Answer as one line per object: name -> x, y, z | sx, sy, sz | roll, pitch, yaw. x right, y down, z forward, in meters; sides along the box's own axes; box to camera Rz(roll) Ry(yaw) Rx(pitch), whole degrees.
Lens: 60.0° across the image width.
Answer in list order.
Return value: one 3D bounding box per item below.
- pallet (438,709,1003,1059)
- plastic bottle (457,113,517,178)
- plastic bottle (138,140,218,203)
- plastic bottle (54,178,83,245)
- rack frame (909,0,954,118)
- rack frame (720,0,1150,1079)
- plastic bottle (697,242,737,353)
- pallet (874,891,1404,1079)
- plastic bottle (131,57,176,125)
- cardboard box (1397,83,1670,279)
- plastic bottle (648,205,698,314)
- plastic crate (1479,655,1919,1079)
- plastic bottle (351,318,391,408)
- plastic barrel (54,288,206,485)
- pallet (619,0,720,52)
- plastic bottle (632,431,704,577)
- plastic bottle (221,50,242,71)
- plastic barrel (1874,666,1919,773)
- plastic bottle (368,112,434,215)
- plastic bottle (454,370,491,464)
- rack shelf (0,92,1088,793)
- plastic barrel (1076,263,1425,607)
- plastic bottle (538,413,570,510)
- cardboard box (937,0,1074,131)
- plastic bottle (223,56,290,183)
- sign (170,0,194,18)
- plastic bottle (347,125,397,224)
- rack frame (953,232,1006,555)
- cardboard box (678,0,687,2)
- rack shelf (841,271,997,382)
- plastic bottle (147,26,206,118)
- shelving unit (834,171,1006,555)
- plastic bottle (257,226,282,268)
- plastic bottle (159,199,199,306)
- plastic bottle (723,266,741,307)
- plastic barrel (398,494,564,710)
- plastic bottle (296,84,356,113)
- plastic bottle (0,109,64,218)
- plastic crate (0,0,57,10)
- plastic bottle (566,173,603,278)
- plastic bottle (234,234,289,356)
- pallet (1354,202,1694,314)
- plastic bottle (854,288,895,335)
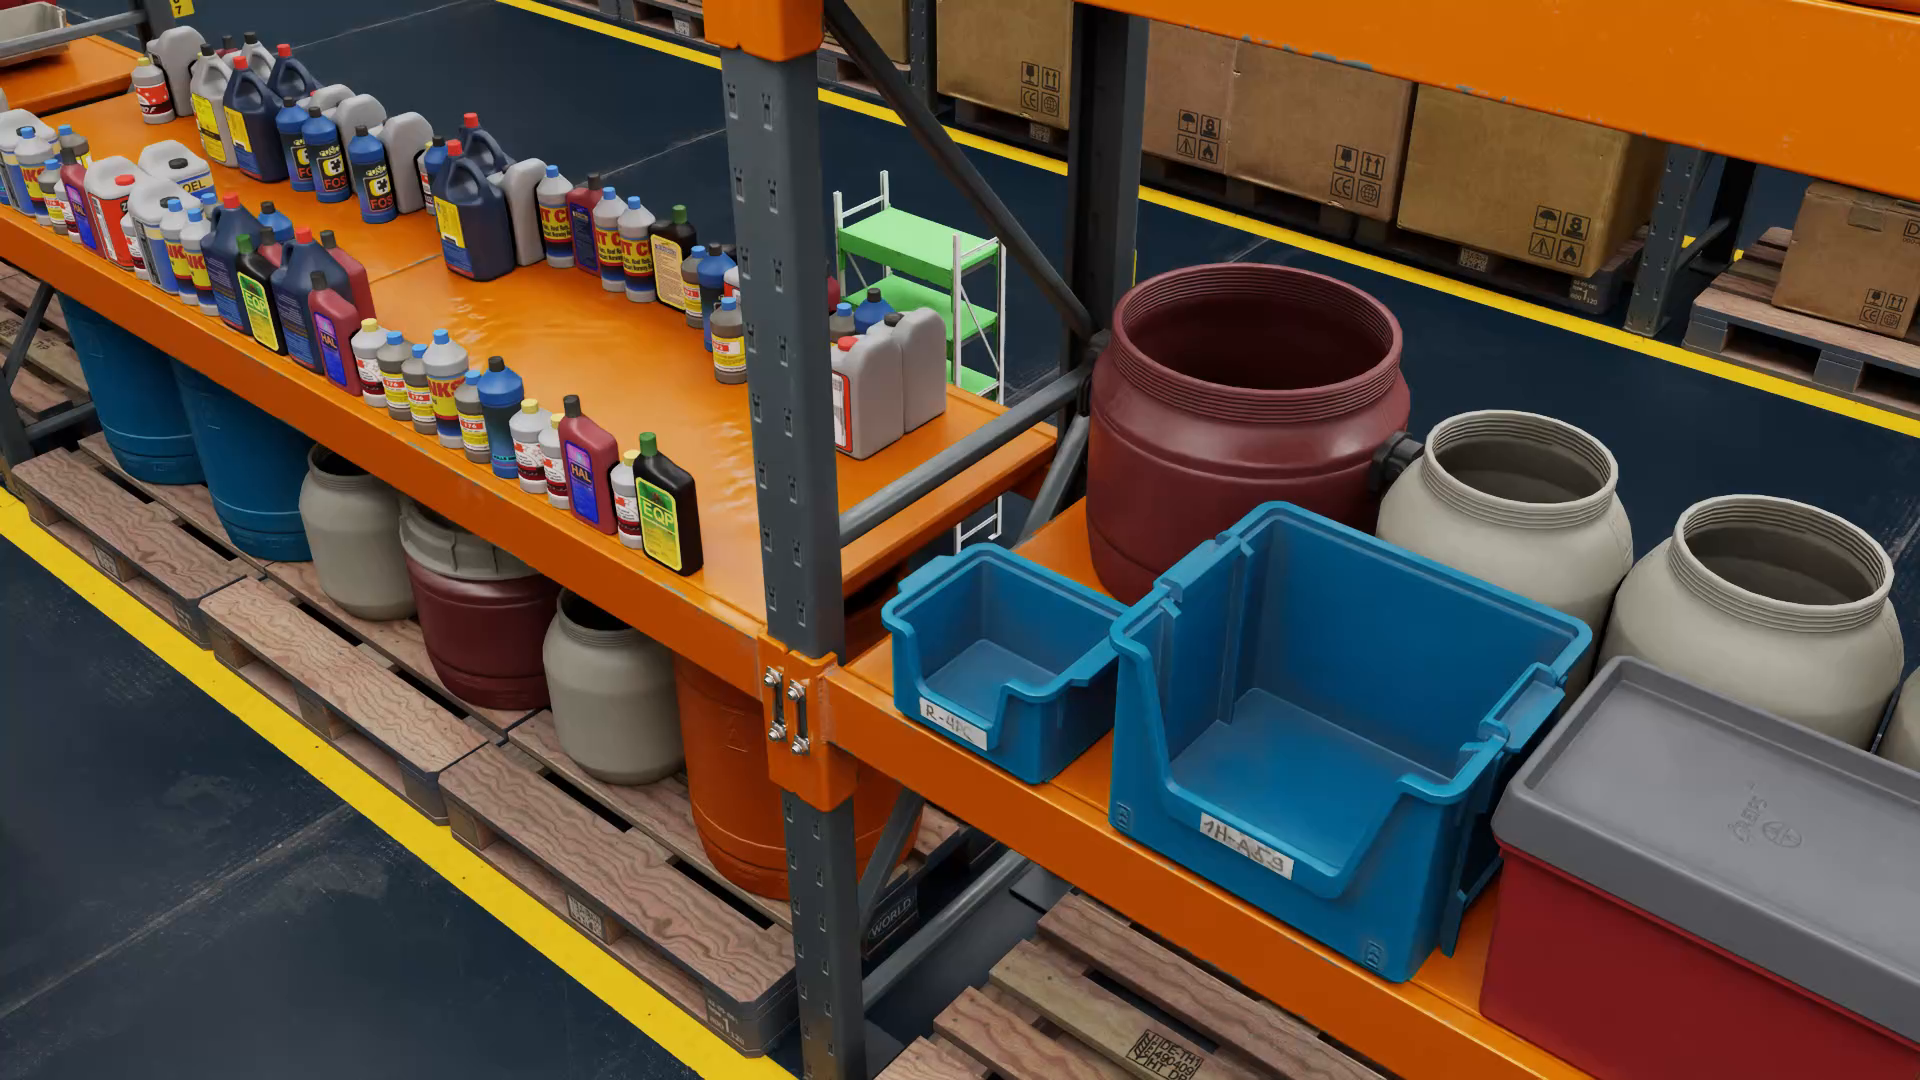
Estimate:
pallet -> -0.632, 0.721, 4.514 | 1.213, 0.211, 1.003 | 25, 42, 32
plastic bottle -> -1.311, -1.000, 4.600 | 0.185, 0.351, 0.144 | 25, 42, 32
plastic bottle -> -2.153, -0.956, 4.602 | 0.135, 0.276, 0.152 | 25, 42, 32
plastic bottle -> -2.459, -0.938, 4.641 | 0.097, 0.201, 0.097 | 0, 34, 0
rack frame -> 0.095, -3.765, 8.582 | 0.127, 3.000, 1.000 | 25, 42, 32
rack frame -> 0.000, -0.161, 3.335 | 0.127, 3.000, 1.000 | 25, 42, 32
plastic bottle -> -0.591, -0.600, 4.088 | 0.097, 0.271, 0.097 | 0, 34, 0
pallet -> 0.571, 1.286, 3.691 | 1.213, 0.211, 1.003 | 25, 42, 32
plastic bottle -> -2.630, -1.465, 5.409 | 0.097, 0.201, 0.097 | 0, 34, 0
cardboard box -> 2.652, -1.872, 7.332 | 0.875, 0.875, 1.225 | 23, 41, 30
plastic bottle -> -0.732, -0.730, 4.266 | 0.133, 0.283, 0.061 | 25, 42, 32
plastic crate -> 1.046, 0.531, 2.271 | 0.583, 0.464, 0.402 | 25, 42, 32
plastic bottle -> -1.362, -0.420, 3.888 | 0.097, 0.201, 0.097 | 0, 34, 0
plastic barrel -> -2.667, -0.714, 5.622 | 0.708, 0.901, 0.600 | 25, 42, 32
pallet -> -1.381, -3.366, 10.466 | 1.213, 0.211, 1.003 | 25, 42, 32
plastic bottle -> -0.584, -0.074, 3.311 | 0.133, 0.283, 0.061 | 25, 42, 32
plastic bottle -> -2.283, -1.424, 5.284 | 0.135, 0.276, 0.152 | 25, 42, 32
plastic barrel -> 1.583, 0.367, 2.445 | 0.433, 0.535, 0.433 | 0, 34, 0
plastic bottle -> -1.614, -1.109, 4.825 | 0.135, 0.276, 0.152 | 25, 42, 32
plastic bottle -> -1.062, -0.279, 3.682 | 0.097, 0.201, 0.097 | 0, 34, 0
rack shelf -> -1.537, -0.589, 4.593 | 4.000, 0.370, 1.077 | 25, 42, 32
plastic barrel -> 0.551, -0.181, 3.244 | 0.708, 0.536, 0.600 | 25, 42, 32
plastic bottle -> -0.838, -0.173, 3.528 | 0.097, 0.201, 0.097 | 0, 34, 0
cardboard box -> 0.600, -2.839, 8.740 | 0.875, 0.875, 1.225 | 25, 42, 32
plastic bottle -> -2.108, -1.269, 4.992 | 0.185, 0.351, 0.144 | 25, 42, 32
sign -> -2.720, -1.963, 5.714 | 0.005, 0.325, 0.100 | 25, 42, 32
plastic bottle -> -1.680, -1.046, 4.737 | 0.097, 0.271, 0.097 | 0, 34, 0
rack frame -> 0.060, -0.466, 5.369 | 0.015, 1.200, 0.240 | 25, 42, 32
cardboard box -> -1.736, -3.984, 10.408 | 0.875, 0.875, 0.875 | 25, 42, 32
rack shelf -> -0.127, -0.700, 5.398 | 0.480, 0.148, 0.258 | 25, 42, 32
plastic bottle -> -2.564, -1.557, 5.477 | 0.135, 0.276, 0.152 | 25, 42, 32
shelving unit -> -0.127, -0.555, 5.498 | 0.503, 1.200, 0.258 | 25, 42, 32
plastic bottle -> -1.668, -0.630, 4.120 | 0.133, 0.283, 0.061 | 25, 42, 32
plastic bottle -> -2.000, -0.750, 4.306 | 0.097, 0.271, 0.097 | 0, 34, 0
plastic bottle -> -0.481, -0.575, 4.047 | 0.135, 0.276, 0.152 | 25, 42, 32
plastic barrel -> -1.254, 0.081, 4.741 | 0.708, 0.588, 0.600 | 25, 42, 32
plastic bottle -> -1.896, -1.242, 5.018 | 0.135, 0.276, 0.152 | 25, 42, 32
plastic bottle -> -2.681, -1.093, 4.801 | 0.135, 0.276, 0.152 | 25, 42, 32
plastic crate -> -3.599, -2.094, 6.039 | 0.583, 0.464, 0.402 | 25, 42, 32
plastic bottle -> -0.984, -0.849, 4.439 | 0.133, 0.283, 0.061 | 25, 42, 32
plastic bottle -> -1.706, -0.603, 4.082 | 0.133, 0.283, 0.061 | 25, 42, 32
pallet -> 2.612, -1.485, 7.726 | 1.213, 0.211, 1.003 | 25, 42, 32
plastic bottle -> -0.197, -0.459, 3.883 | 0.097, 0.271, 0.097 | 0, 34, 0
